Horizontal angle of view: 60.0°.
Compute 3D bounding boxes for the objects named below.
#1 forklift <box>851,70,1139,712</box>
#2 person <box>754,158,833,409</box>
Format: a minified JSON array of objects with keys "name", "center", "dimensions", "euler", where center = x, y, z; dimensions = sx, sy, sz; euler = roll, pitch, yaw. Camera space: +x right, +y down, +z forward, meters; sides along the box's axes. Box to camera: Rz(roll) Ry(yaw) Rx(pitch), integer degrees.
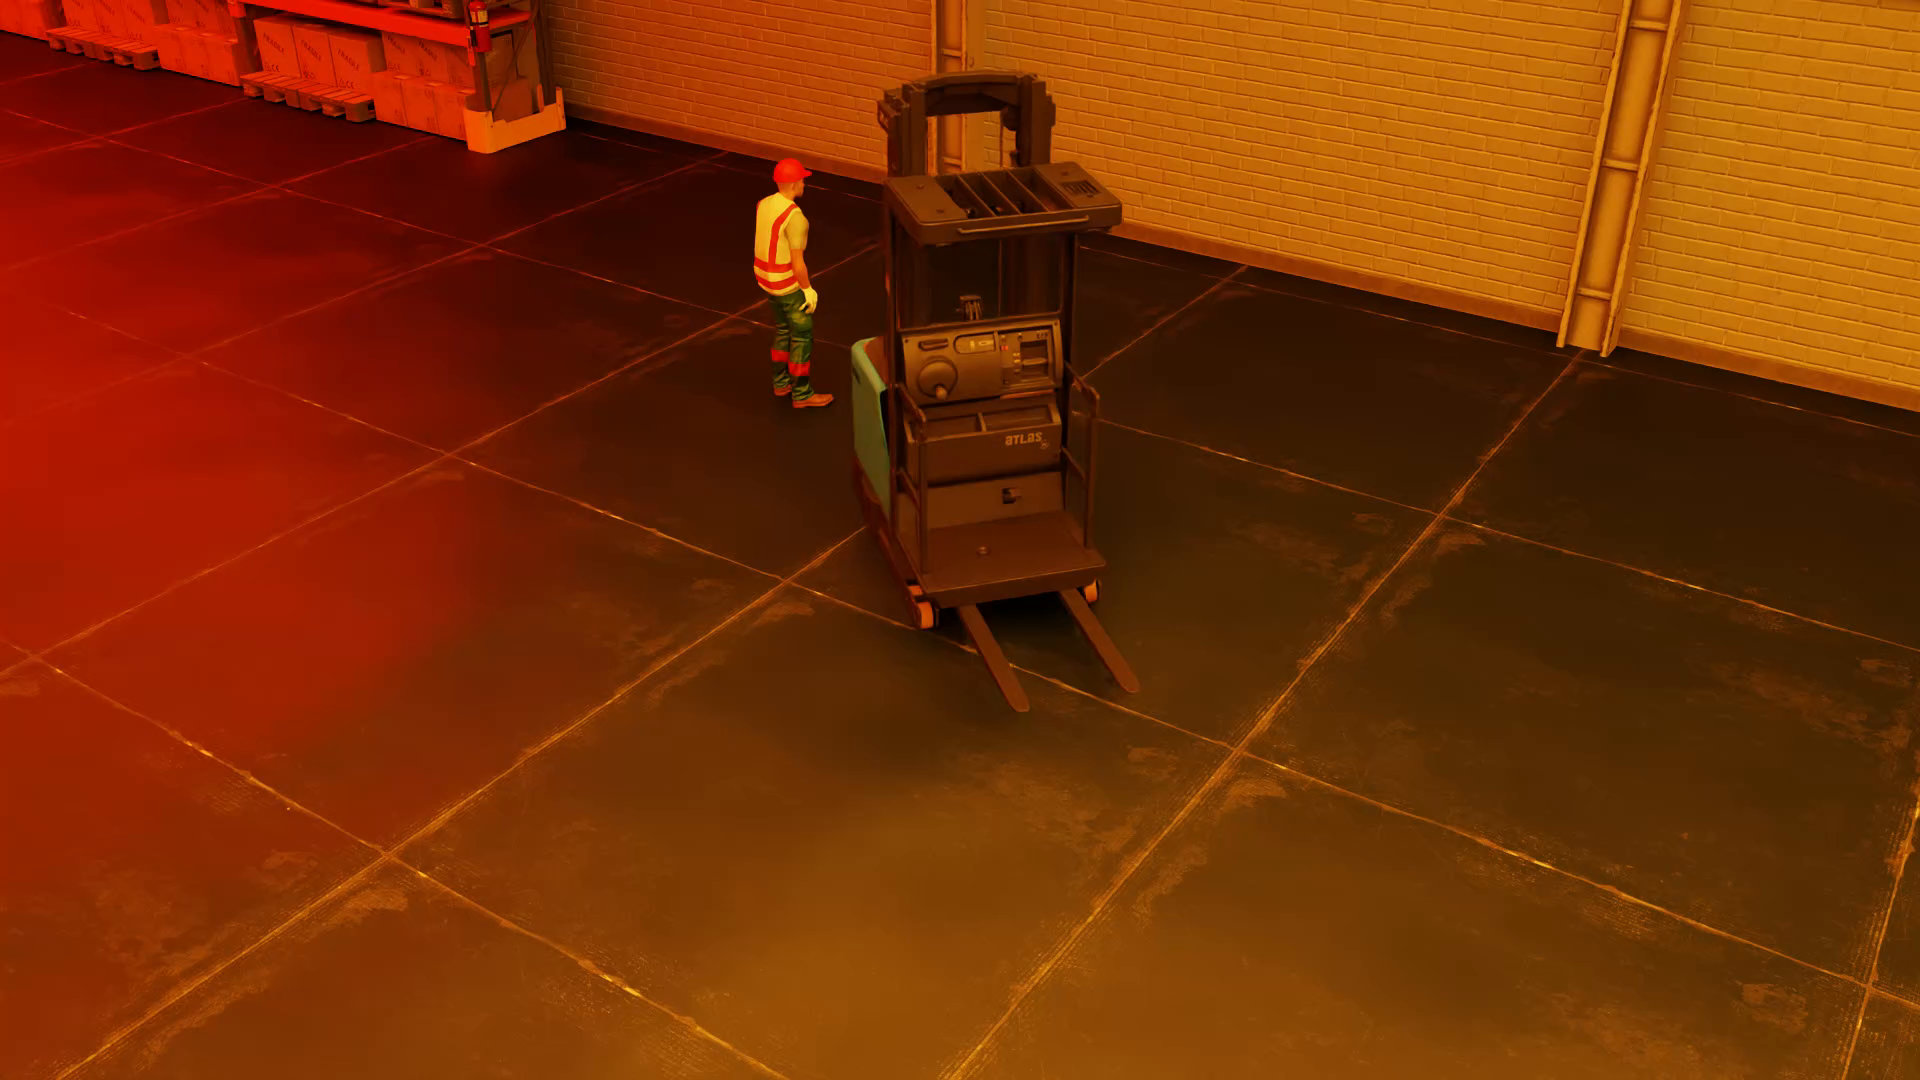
[{"name":"forklift","center":[0.194,-0.969,9.250],"dimensions":[1.130,2.935,3.031],"euler":[-8,31,-14]},{"name":"person","center":[-1.217,-1.836,11.894],"dimensions":[0.451,1.778,0.611],"euler":[-19,35,-29]}]
